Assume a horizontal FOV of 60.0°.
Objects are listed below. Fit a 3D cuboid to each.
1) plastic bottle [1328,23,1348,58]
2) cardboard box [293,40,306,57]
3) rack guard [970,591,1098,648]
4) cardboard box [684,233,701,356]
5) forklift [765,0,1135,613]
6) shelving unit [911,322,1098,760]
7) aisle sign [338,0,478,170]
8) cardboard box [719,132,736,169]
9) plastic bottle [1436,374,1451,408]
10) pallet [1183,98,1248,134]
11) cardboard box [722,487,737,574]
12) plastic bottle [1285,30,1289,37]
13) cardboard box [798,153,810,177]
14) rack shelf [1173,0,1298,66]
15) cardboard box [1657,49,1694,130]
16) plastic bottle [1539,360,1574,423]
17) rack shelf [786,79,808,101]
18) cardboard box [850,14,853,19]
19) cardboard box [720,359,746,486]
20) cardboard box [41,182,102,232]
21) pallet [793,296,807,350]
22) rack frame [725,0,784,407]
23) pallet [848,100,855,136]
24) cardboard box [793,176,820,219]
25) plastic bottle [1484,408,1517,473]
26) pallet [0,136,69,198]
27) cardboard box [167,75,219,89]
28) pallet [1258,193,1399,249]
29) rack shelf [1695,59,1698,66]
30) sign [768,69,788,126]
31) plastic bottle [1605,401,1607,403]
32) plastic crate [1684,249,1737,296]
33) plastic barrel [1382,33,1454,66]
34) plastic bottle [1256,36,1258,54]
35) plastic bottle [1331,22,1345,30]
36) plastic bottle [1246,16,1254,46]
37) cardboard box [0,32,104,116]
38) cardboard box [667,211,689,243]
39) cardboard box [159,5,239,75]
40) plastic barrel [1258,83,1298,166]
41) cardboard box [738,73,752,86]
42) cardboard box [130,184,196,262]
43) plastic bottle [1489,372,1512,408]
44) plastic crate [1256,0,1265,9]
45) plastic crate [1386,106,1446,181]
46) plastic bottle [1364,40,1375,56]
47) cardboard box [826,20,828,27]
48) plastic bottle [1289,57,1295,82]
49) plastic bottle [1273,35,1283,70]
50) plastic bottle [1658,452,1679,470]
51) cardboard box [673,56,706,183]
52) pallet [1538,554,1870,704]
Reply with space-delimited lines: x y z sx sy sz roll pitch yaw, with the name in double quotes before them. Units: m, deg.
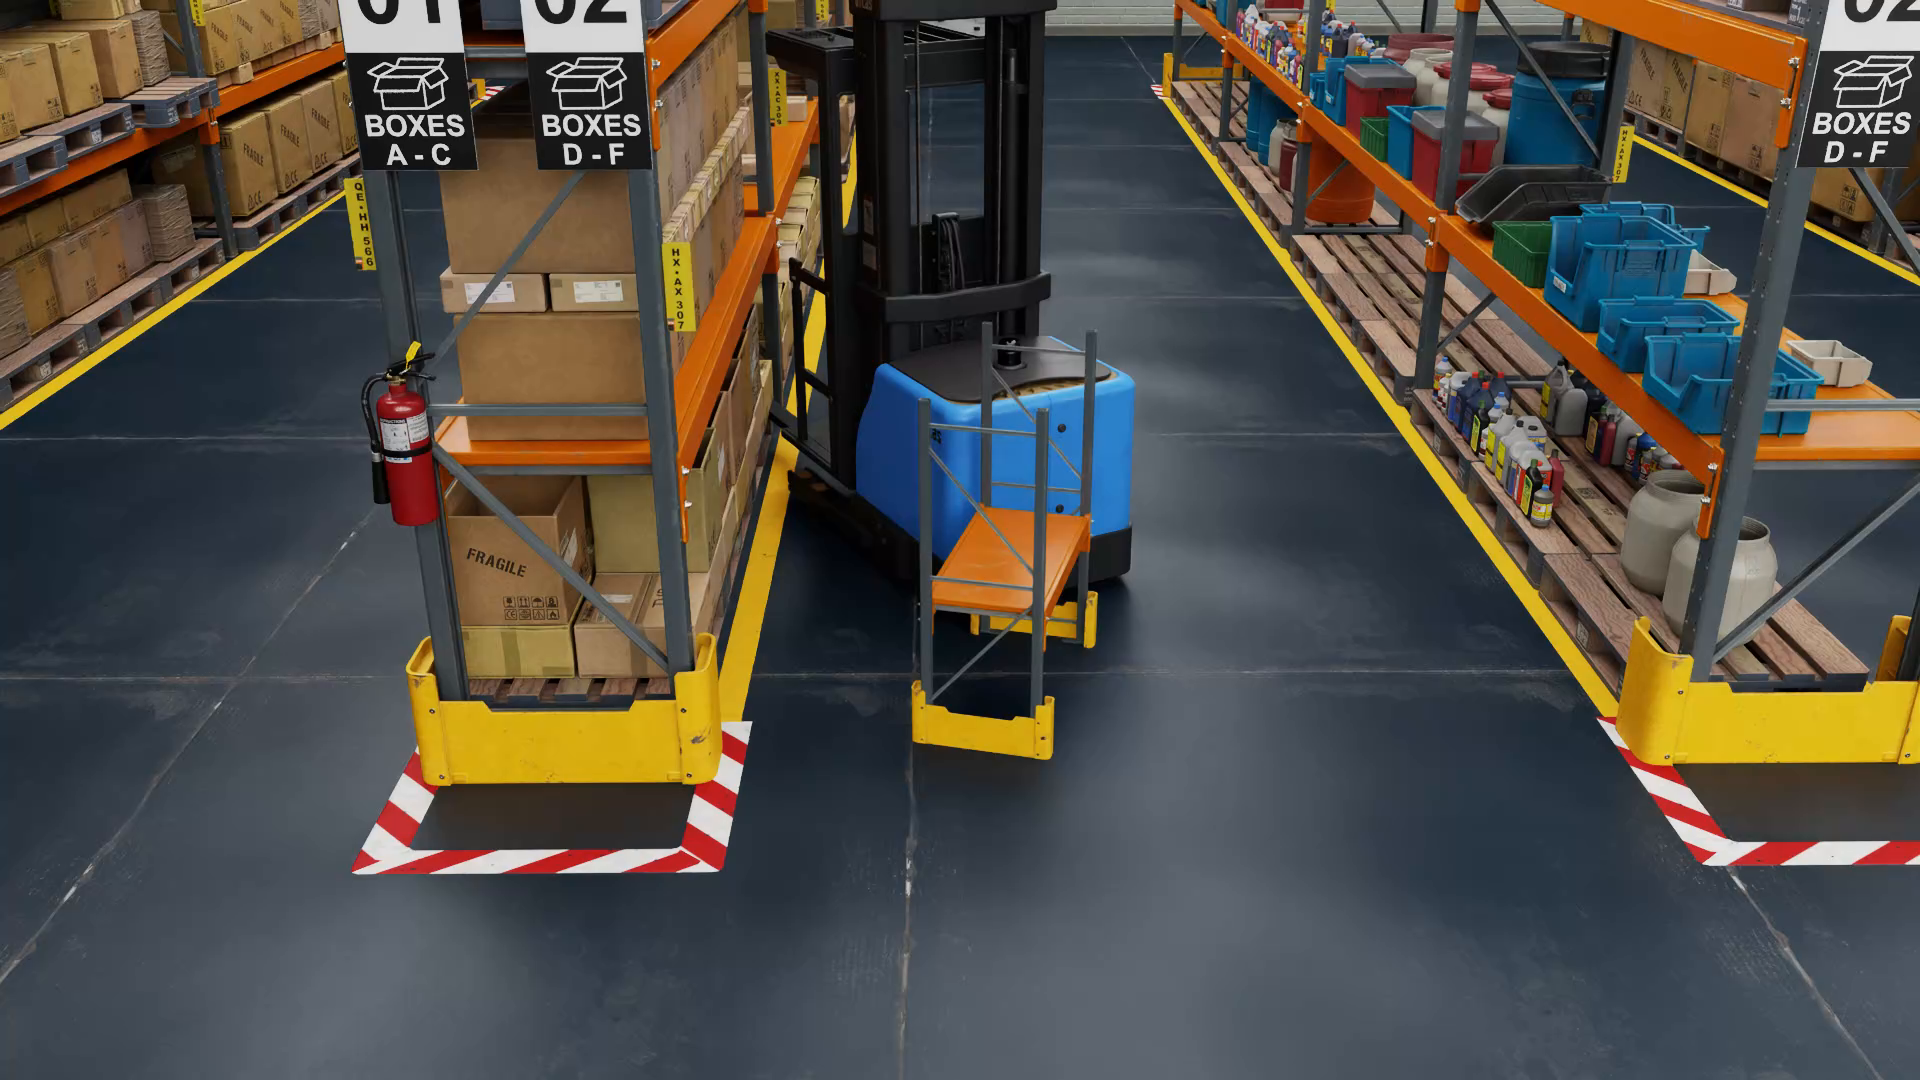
"plastic bottle" 3.457 -4.532 15.189 0.144 0.351 0.185 0 24 -1
"cardboard box" -6.391 -4.630 15.627 0.380 0.149 0.250 -1 24 -2
"rack guard" 0.339 0.339 7.697 0.587 0.250 0.087 6 25 13
"cardboard box" -1.566 -1.135 7.498 0.700 0.500 0.500 0 24 0
"forklift" -0.298 -1.562 8.647 1.130 2.935 3.031 -13 27 -26
"shelving unit" 0.215 -0.032 7.000 0.587 1.500 1.083 6 25 13
"aisle sign" -1.857 -1.632 5.564 0.394 0.787 0.004 0 24 -1
"cardboard box" -1.380 -2.036 8.704 0.380 0.149 0.250 0 24 -1
"plastic bottle" 2.912 -0.895 9.951 0.097 0.201 0.097 0 24 0
"pallet" 3.195 -4.978 19.500 1.003 0.211 1.213 0 24 -1
"cardboard box" -1.361 -0.048 8.044 0.500 0.250 0.500 0 24 -1
"plastic bottle" 3.015 -4.586 15.405 0.097 0.271 0.097 0 24 0
"cardboard box" -1.370 -3.023 14.293 0.500 0.500 0.500 1 24 2
"rack shelf" 3.237 -5.938 19.112 1.077 0.370 4.000 0 24 -1
"cardboard box" 8.284 -4.959 18.144 0.875 0.875 0.875 0 24 -1
"plastic bottle" 3.497 -0.874 9.722 0.144 0.351 0.185 0 24 -1
"rack shelf" -1.673 -4.269 15.421 1.077 0.370 4.000 0 24 -1
"cardboard box" -1.436 -5.888 18.008 0.500 0.500 0.500 0 24 0
"cardboard box" -1.361 -0.596 8.345 0.500 0.500 0.500 0 24 -1
"cardboard box" -6.590 -2.408 12.024 0.500 0.250 0.500 0 24 -1
"pallet" -1.671 -1.661 12.166 1.003 0.211 1.213 0 24 -1
"rack frame" -1.607 -2.124 9.807 1.000 3.000 0.127 0 24 -1
"pallet" -1.717 -4.937 19.410 1.003 0.211 1.213 0 24 -1
"cardboard box" -1.399 -2.752 13.341 0.500 0.311 0.500 0 24 1
"plastic bottle" 2.946 -0.551 9.009 0.144 0.351 0.185 0 24 -1
"pallet" -6.424 -2.329 10.491 1.003 0.211 1.213 0 24 -1
"cardboard box" -6.376 -3.780 13.748 0.380 0.149 0.250 -1 24 -1
"pallet" 3.252 -2.847 14.789 1.003 0.211 1.213 0 24 -1
"rack shelf" 8.233 -4.312 15.516 1.077 0.370 4.000 0 24 -1
"sign" -1.052 -2.558 9.619 0.100 0.325 0.005 0 24 -1
"plastic bottle" 3.687 -0.698 9.415 0.061 0.283 0.133 1 24 3
"plastic crate" 3.617 -1.357 8.430 0.530 0.136 0.437 0 24 -1
"plastic barrel" 3.610 -3.665 13.049 0.600 0.536 0.708 0 24 -1
"plastic bottle" 2.867 -4.729 15.807 0.097 0.201 0.097 0 24 0
"plastic bottle" 3.597 -4.810 15.896 0.152 0.276 0.135 0 24 -1
"plastic bottle" 2.860 -4.992 16.303 0.097 0.271 0.097 0 24 0
"cardboard box" -6.553 -3.288 11.724 0.700 0.500 0.500 0 24 -1
"cardboard box" -1.360 -1.295 7.065 0.380 0.149 0.250 -1 24 -1
"cardboard box" -6.354 -4.140 13.757 0.500 0.500 0.500 0 24 1
"plastic barrel" 3.255 -4.161 16.346 0.600 0.901 0.708 0 24 -1
"cardboard box" -1.611 -2.910 11.422 0.500 0.500 0.500 0 24 0
"cardboard box" -6.544 -2.514 13.167 0.700 0.500 0.500 0 24 0
"plastic bottle" 3.084 -0.805 9.570 0.144 0.351 0.185 0 24 -1
"plastic crate" 3.426 -6.045 18.546 0.437 0.282 0.530 0 24 -1
"plastic crate" 3.023 -2.591 10.858 0.392 0.384 0.575 0 24 -1
"plastic bottle" 3.638 -4.303 14.780 0.097 0.271 0.097 0 24 0
"cardboard box" -1.614 -4.930 15.379 0.700 0.500 0.500 -6 25 -14
"plastic bottle" 2.885 -4.050 14.306 0.097 0.201 0.097 0 24 0
"plastic bottle" 2.859 -4.376 14.927 0.061 0.283 0.133 0 24 -1
"plastic bottle" 3.677 -0.344 8.647 0.097 0.271 0.097 0 24 0
"cardboard box" -1.580 -1.958 7.743 0.700 0.500 0.500 0 24 -1
"pallet" 3.338 0.408 7.592 1.003 0.211 1.213 0 24 -1
